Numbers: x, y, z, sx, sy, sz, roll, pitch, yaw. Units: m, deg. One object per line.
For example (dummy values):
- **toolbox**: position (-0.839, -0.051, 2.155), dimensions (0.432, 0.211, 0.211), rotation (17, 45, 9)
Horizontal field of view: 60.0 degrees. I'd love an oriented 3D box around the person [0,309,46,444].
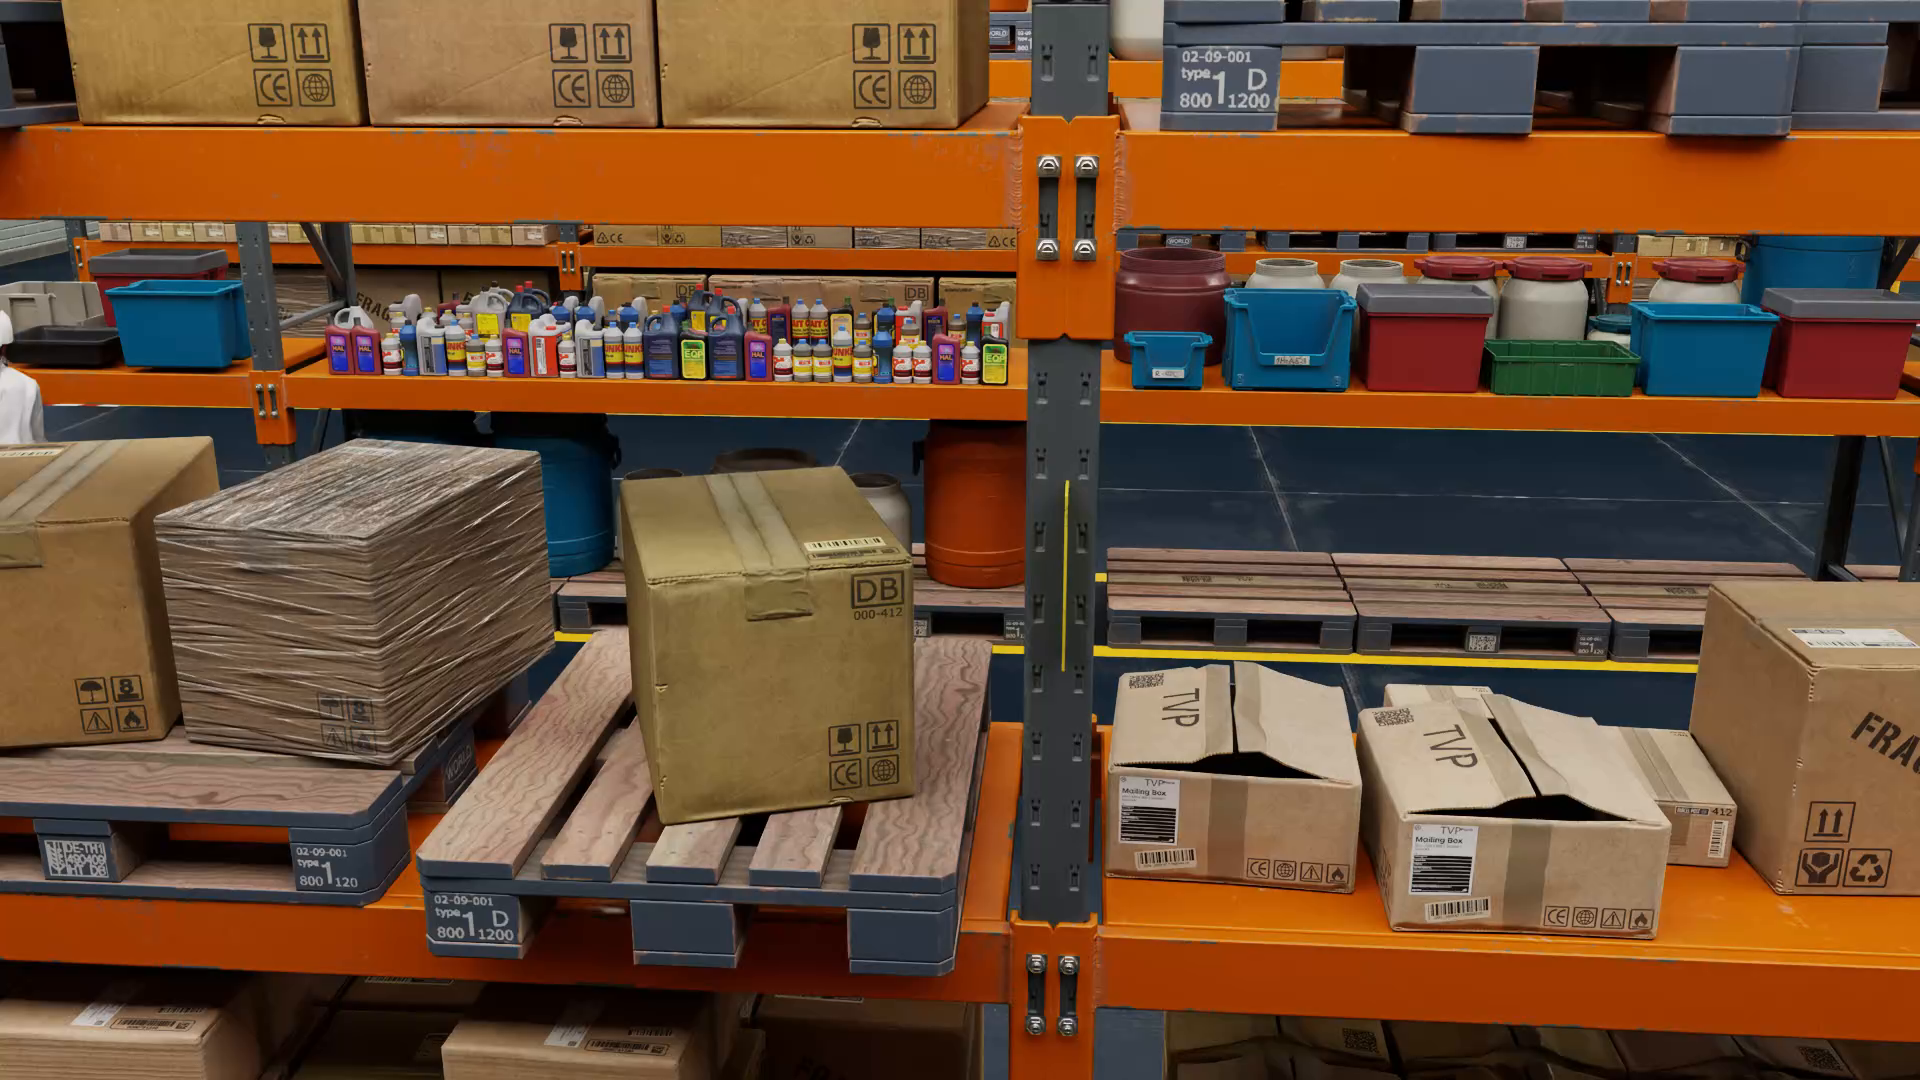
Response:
- **person**: position (-4.437, -0.198, 7.646), dimensions (0.773, 1.736, 0.626), rotation (9, 20, 27)
